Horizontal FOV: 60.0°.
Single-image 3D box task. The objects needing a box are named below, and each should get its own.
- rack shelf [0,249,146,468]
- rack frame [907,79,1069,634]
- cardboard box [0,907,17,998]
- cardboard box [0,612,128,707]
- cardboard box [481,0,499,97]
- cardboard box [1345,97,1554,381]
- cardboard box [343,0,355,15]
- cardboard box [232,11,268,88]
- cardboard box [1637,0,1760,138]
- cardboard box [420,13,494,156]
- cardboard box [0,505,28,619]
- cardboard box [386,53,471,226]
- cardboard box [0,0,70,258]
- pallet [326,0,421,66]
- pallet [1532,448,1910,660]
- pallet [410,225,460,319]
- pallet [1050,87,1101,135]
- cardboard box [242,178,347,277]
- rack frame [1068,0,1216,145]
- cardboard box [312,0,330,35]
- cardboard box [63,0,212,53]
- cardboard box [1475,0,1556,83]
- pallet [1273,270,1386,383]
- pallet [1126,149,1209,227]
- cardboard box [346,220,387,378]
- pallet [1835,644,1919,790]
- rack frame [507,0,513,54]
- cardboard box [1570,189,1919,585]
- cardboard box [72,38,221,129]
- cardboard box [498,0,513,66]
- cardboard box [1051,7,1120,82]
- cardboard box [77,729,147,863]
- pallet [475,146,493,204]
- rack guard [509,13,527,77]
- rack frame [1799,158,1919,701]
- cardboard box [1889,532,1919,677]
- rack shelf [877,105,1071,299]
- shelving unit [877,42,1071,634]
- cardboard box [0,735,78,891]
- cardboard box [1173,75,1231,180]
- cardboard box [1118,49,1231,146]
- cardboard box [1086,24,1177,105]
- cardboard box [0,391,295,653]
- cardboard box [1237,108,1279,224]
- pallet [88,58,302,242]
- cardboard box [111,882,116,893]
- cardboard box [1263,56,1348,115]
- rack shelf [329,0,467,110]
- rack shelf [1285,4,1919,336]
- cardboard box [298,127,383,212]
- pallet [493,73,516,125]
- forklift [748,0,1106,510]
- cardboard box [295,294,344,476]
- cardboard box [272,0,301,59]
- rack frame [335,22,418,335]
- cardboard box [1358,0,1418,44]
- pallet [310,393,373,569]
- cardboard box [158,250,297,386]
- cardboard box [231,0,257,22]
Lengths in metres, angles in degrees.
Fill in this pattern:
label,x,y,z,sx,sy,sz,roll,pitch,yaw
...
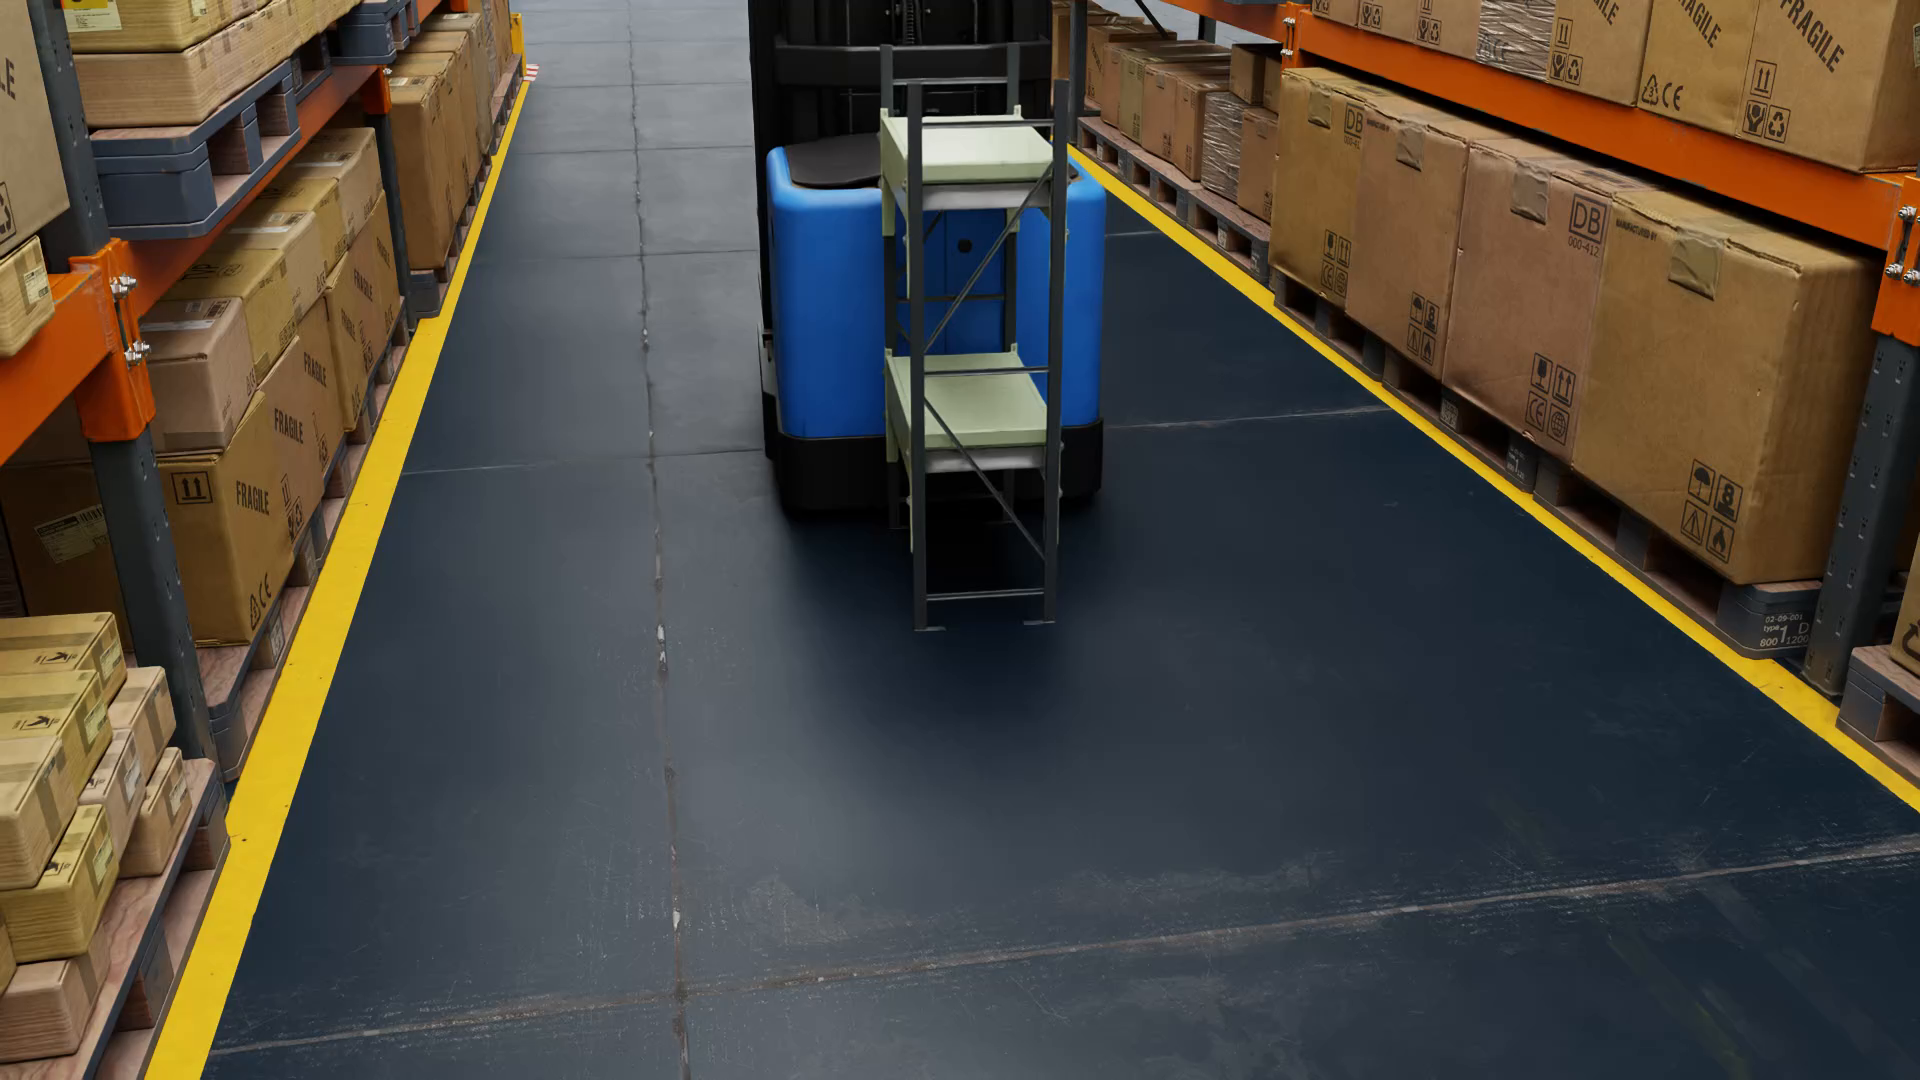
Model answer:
label,x,y,z,sx,sy,sz,roll,pitch,yaw
rack shelf,-1.794,0.422,1.434,1.077,0.370,4.000,-4,24,-10
rack frame,0.070,-0.440,4.383,0.400,1.500,0.023,-3,24,-7
cardboard box,-1.714,0.699,2.566,0.380,0.149,0.250,-4,24,-9
cardboard box,-1.843,0.268,3.183,0.380,0.149,0.250,-4,24,-8
cardboard box,-3.861,-3.666,12.027,0.875,0.875,0.875,-4,24,-9
cardboard box,2.254,-1.189,6.355,1.225,0.875,0.875,-4,24,-10
cardboard box,-2.175,-1.782,5.371,0.380,0.149,0.250,-5,24,-12
cardboard box,-1.884,-1.168,3.965,0.380,0.149,0.250,-4,24,-9
cardboard box,2.289,-1.426,4.643,0.500,0.500,0.500,-4,24,-8
cardboard box,-3.440,-2.765,10.119,1.050,0.750,0.750,-4,24,-10
cardboard box,-2.549,-0.013,4.132,0.500,0.500,0.500,-5,24,-11
cardboard box,-3.093,-2.019,8.410,1.050,0.750,0.750,-4,24,-9
cardboard box,-1.797,-0.707,2.624,0.500,0.500,0.500,-4,24,-10
pallet,-2.667,-1.907,6.108,1.213,0.211,1.003,-4,24,-10
pallet,2.512,-0.041,5.081,1.003,0.211,1.213,-4,24,-10
pallet,-2.976,-1.305,7.975,1.003,0.211,1.213,-4,24,-10
pallet,1.091,-3.152,12.203,1.003,0.211,1.213,-4,24,-10
cardboard box,-2.337,-1.009,5.475,0.500,0.250,0.500,-4,24,-9
rack frame,1.250,-4.168,11.046,1.000,3.000,0.127,-4,24,-10
cardboard box,-2.075,-1.573,4.893,0.380,0.149,0.250,-5,24,-12
cardboard box,-1.785,-1.097,3.431,0.380,0.149,0.250,-4,24,-9
cardboard box,2.098,-1.829,5.564,0.500,0.500,0.500,-4,24,-10
pallet,2.061,-1.001,7.279,1.003,0.211,1.213,-4,24,-10
pallet,1.624,-2.103,9.802,1.003,0.211,1.213,-4,24,-10
cardboard box,-2.433,-0.870,6.093,0.500,0.500,0.500,-3,24,-8
pallet,2.793,0.561,3.701,1.003,0.211,1.213,-4,24,-10
rack frame,-4.383,-5.414,13.899,1.000,3.000,0.127,-4,24,-10
cardboard box,2.591,-0.490,4.755,1.225,0.875,0.875,-4,24,-10
cardboard box,-1.785,-0.960,3.490,0.380,0.149,0.250,-5,24,-12
cardboard box,-4.193,-4.371,13.640,0.875,0.875,0.875,-4,24,-9
cardboard box,0.910,-3.838,12.889,0.500,0.500,0.500,-6,24,-14
cardboard box,-1.731,0.490,3.047,0.380,0.149,0.250,-5,24,-12
pallet,-3.427,-2.265,10.172,1.003,0.211,1.213,-4,24,-10
rack guard,-4.388,-4.278,14.421,1.175,0.500,0.348,-4,24,-10
rack frame,2.729,-1.021,3.841,1.000,3.000,0.127,-4,24,-10
cardboard box,2.772,0.025,3.574,0.875,0.875,0.875,-4,24,-10
rack shelf,0.021,-0.943,4.560,0.431,0.370,0.720,-3,24,-7
shelving unit,0.021,-0.585,4.716,0.431,1.500,0.755,-3,24,-7
cardboard box,-1.703,0.463,2.736,0.380,0.149,0.250,-5,24,-10
cardboard box,1.619,-2.353,9.462,0.700,0.500,0.500,-2,24,-5
cardboard box,1.412,-2.792,10.469,0.700,0.500,0.500,-4,24,-10
cardboard box,1.215,-3.375,11.829,0.500,0.500,0.500,-5,24,-11
cardboard box,-2.040,-0.051,4.218,0.500,0.500,0.500,-3,24,-8
cardboard box,1.846,-1.913,8.456,0.700,0.500,0.500,-6,24,-13
pallet,-2.163,-0.918,3.843,1.003,0.211,1.213,-4,24,-10
cardboard box,-1.791,0.657,3.034,0.380,0.149,0.250,-4,24,-8
cardboard box,1.836,-2.256,8.304,0.500,0.250,0.500,-3,24,-8
rack shelf,-3.274,-2.724,8.639,1.077,0.370,4.000,-4,24,-10
rack shelf,2.359,-1.478,5.786,1.077,0.370,4.000,-4,24,-10
cardboard box,-2.520,-1.408,6.388,0.500,0.250,0.500,-5,24,-11
pallet,-3.936,-3.349,12.653,1.003,0.211,1.213,-4,24,-10
forklift,-0.245,-1.995,6.156,1.130,2.935,3.031,-3,24,-7
cardboard box,-2.250,-0.464,5.164,0.500,0.500,0.500,-4,24,-9
cardboard box,-1.977,-1.366,4.420,0.380,0.149,0.250,-5,24,-12
rack frame,-2.904,-2.267,6.694,1.000,3.000,0.127,-4,24,-10
cardboard box,1.909,-2.227,6.475,0.500,0.500,0.500,-5,24,-11
pallet,-2.539,-0.203,5.451,1.003,0.211,1.213,-4,24,-10
cardboard box,-2.142,-0.604,4.547,0.500,0.250,0.500,-4,24,-8
cardboard box,-1.883,-1.300,3.896,0.380,0.149,0.250,-4,24,-8
